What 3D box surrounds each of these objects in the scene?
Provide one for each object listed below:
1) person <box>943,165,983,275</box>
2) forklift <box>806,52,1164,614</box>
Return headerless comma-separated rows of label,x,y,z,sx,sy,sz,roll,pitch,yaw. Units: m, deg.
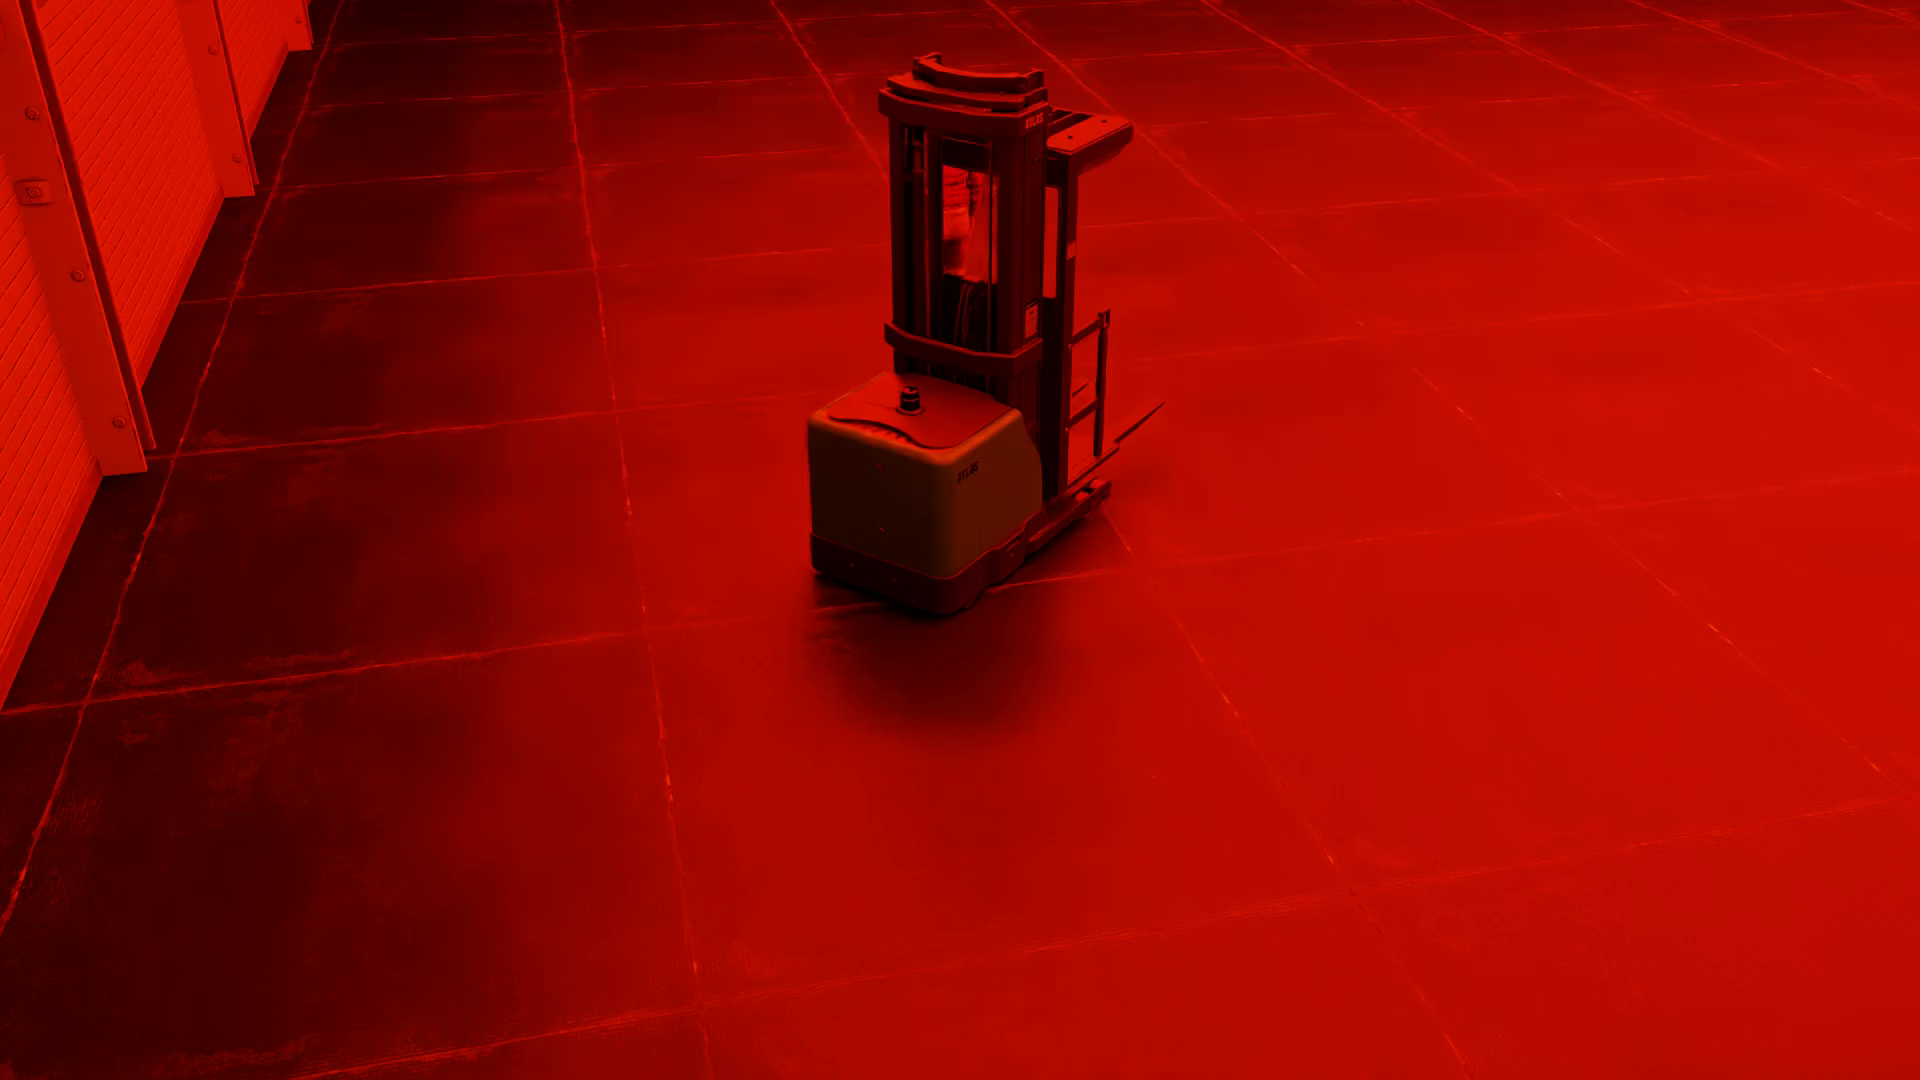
person,-0.161,-2.471,13.127,0.627,1.779,0.531,-12,32,-20
forklift,0.330,-1.533,10.222,1.130,2.935,3.031,18,35,29
